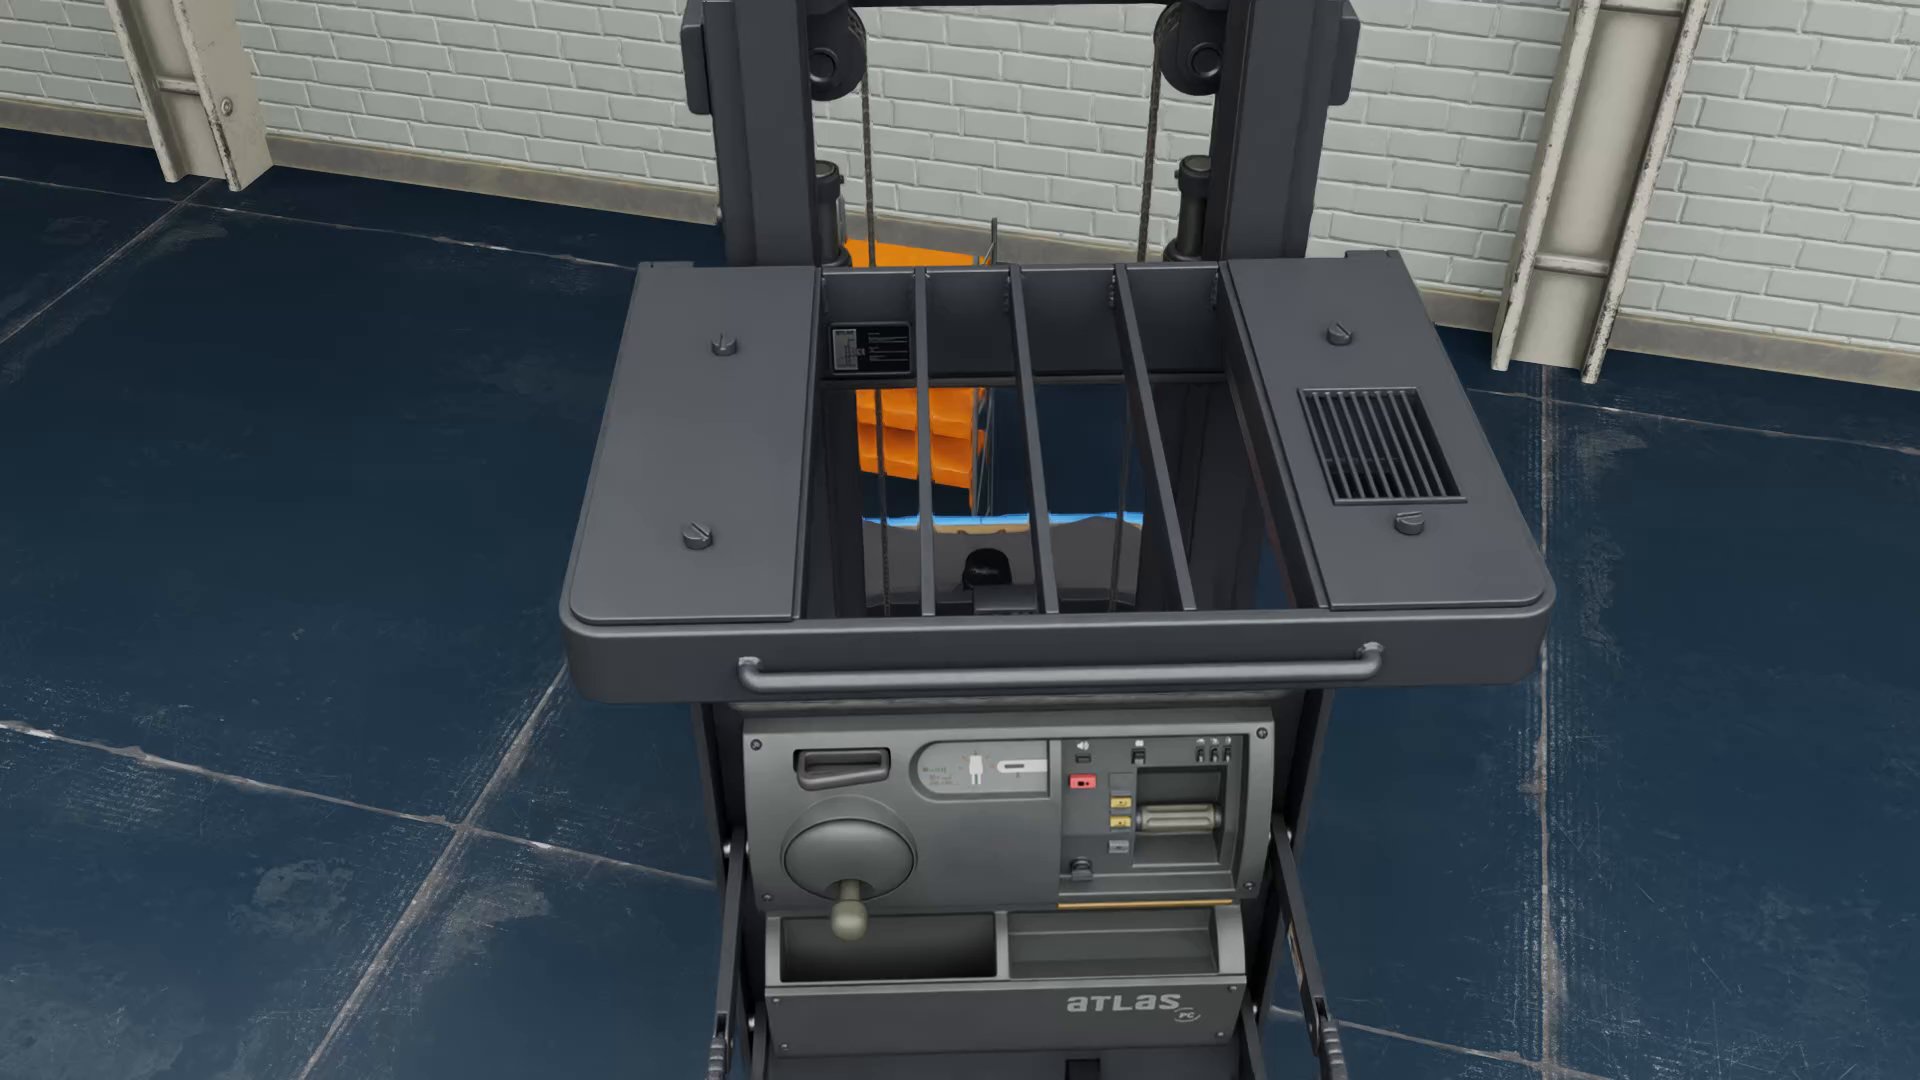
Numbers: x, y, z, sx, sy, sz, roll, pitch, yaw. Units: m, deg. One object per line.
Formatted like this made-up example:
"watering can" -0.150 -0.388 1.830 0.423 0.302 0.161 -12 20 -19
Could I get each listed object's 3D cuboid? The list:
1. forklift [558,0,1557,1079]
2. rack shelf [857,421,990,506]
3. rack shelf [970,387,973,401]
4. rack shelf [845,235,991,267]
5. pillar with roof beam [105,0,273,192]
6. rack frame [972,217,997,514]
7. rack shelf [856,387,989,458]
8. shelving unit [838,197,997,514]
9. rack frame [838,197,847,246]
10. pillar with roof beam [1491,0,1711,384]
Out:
"forklift" 0.097 0.579 2.782 1.130 2.935 3.031 -1 40 -1
"rack shelf" -0.160 -0.283 5.568 0.480 0.148 0.258 10 41 11
"rack shelf" -0.160 -0.607 5.296 0.480 0.148 0.258 10 41 11
"rack shelf" -0.160 -0.788 5.144 0.480 0.148 0.258 10 41 11
"pillar with roof beam" -4.583 -2.505 1.735 0.400 9.000 9.100 10 41 11
"rack frame" 0.076 -0.446 5.349 0.015 1.200 0.240 10 41 11
"rack shelf" -0.160 -0.435 5.440 0.480 0.148 0.258 10 41 11
"shelving unit" -0.160 -0.487 5.397 0.503 1.200 0.258 10 41 11
"rack frame" -0.396 -0.528 5.445 0.015 1.200 0.240 10 41 11
"pillar with roof beam" 1.213 -1.507 0.548 0.400 9.000 9.100 10 41 11
